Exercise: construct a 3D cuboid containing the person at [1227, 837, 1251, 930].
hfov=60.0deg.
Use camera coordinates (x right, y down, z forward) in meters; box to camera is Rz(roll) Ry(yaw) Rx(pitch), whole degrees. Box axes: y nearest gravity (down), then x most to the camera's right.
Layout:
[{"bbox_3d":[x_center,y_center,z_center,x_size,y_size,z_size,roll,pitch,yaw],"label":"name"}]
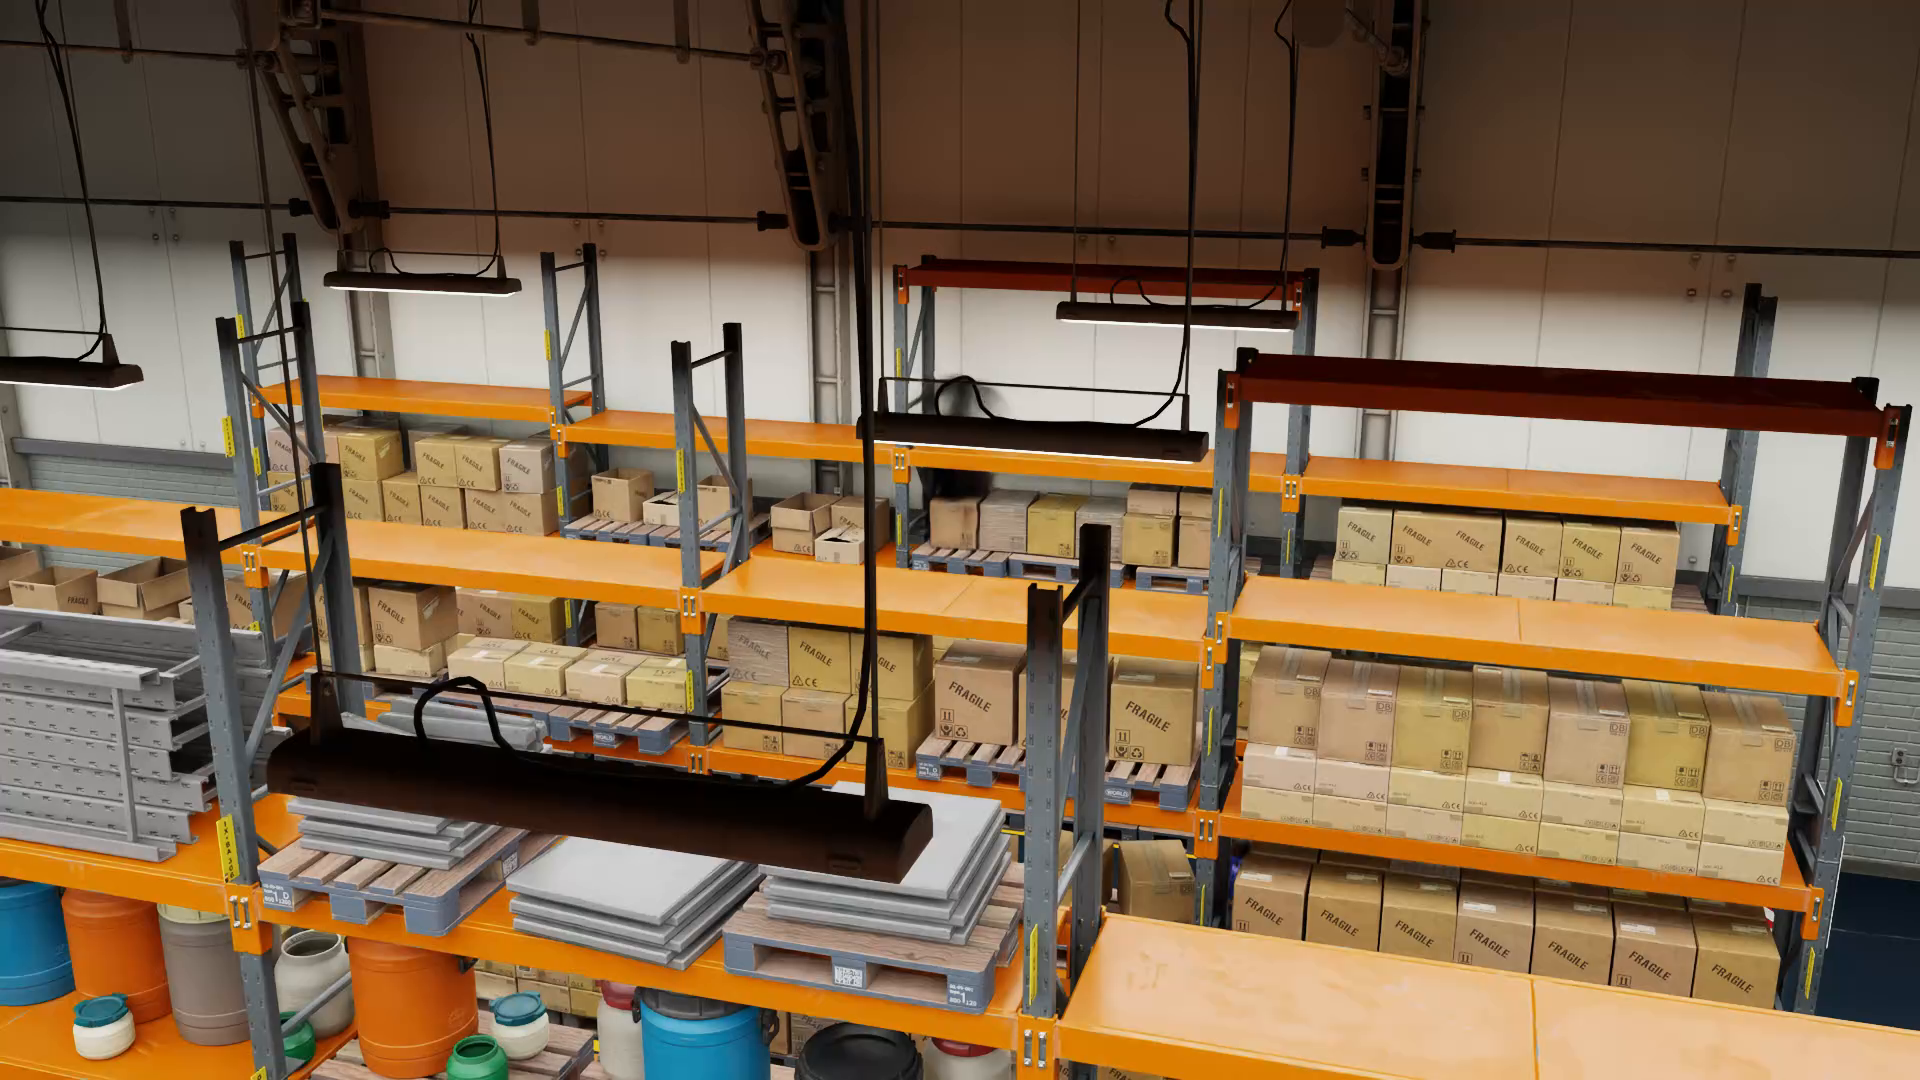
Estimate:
[{"bbox_3d":[2.407,3.299,14.372,0.716,1.689,0.565,4,17,15],"label":"person"}]
